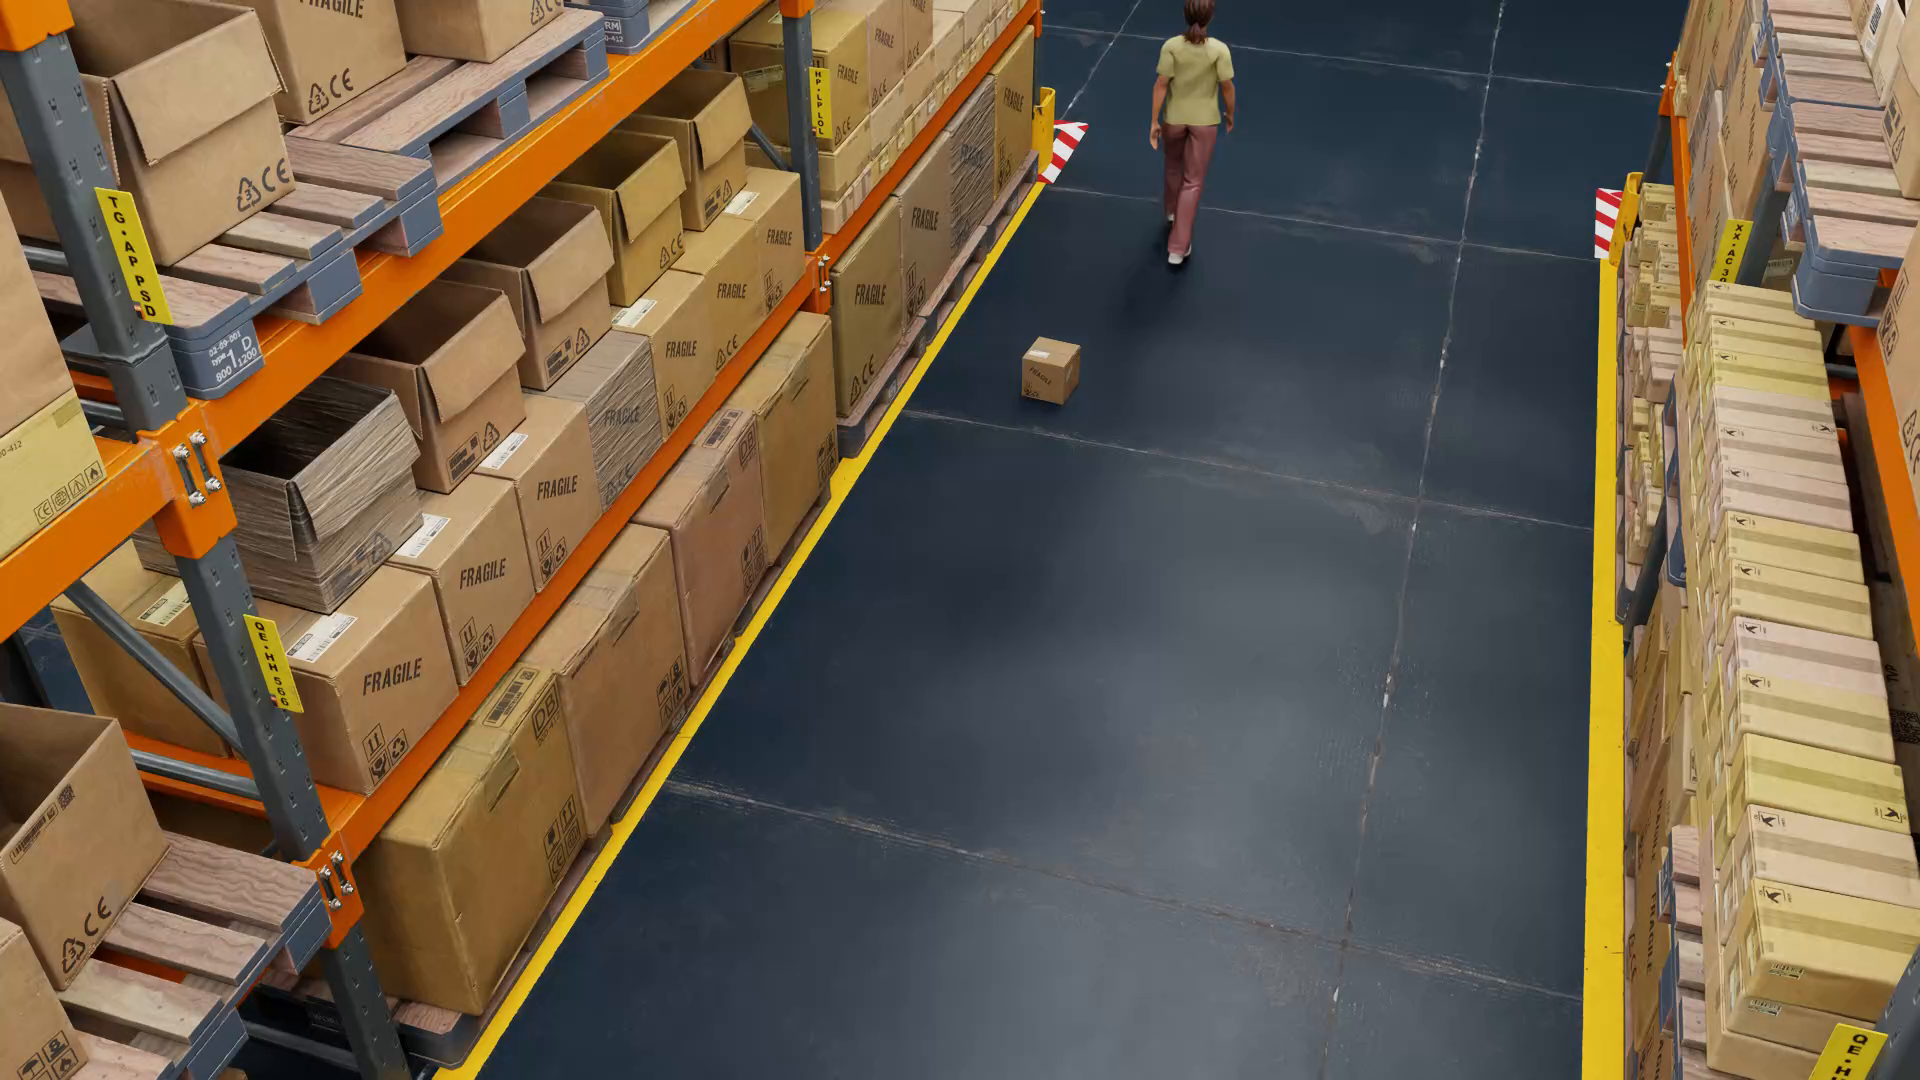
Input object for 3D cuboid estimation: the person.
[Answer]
[{"bbox_3d":[1.458,-2.604,10.323,0.469,1.665,0.855,13,39,16],"label":"person"}]
